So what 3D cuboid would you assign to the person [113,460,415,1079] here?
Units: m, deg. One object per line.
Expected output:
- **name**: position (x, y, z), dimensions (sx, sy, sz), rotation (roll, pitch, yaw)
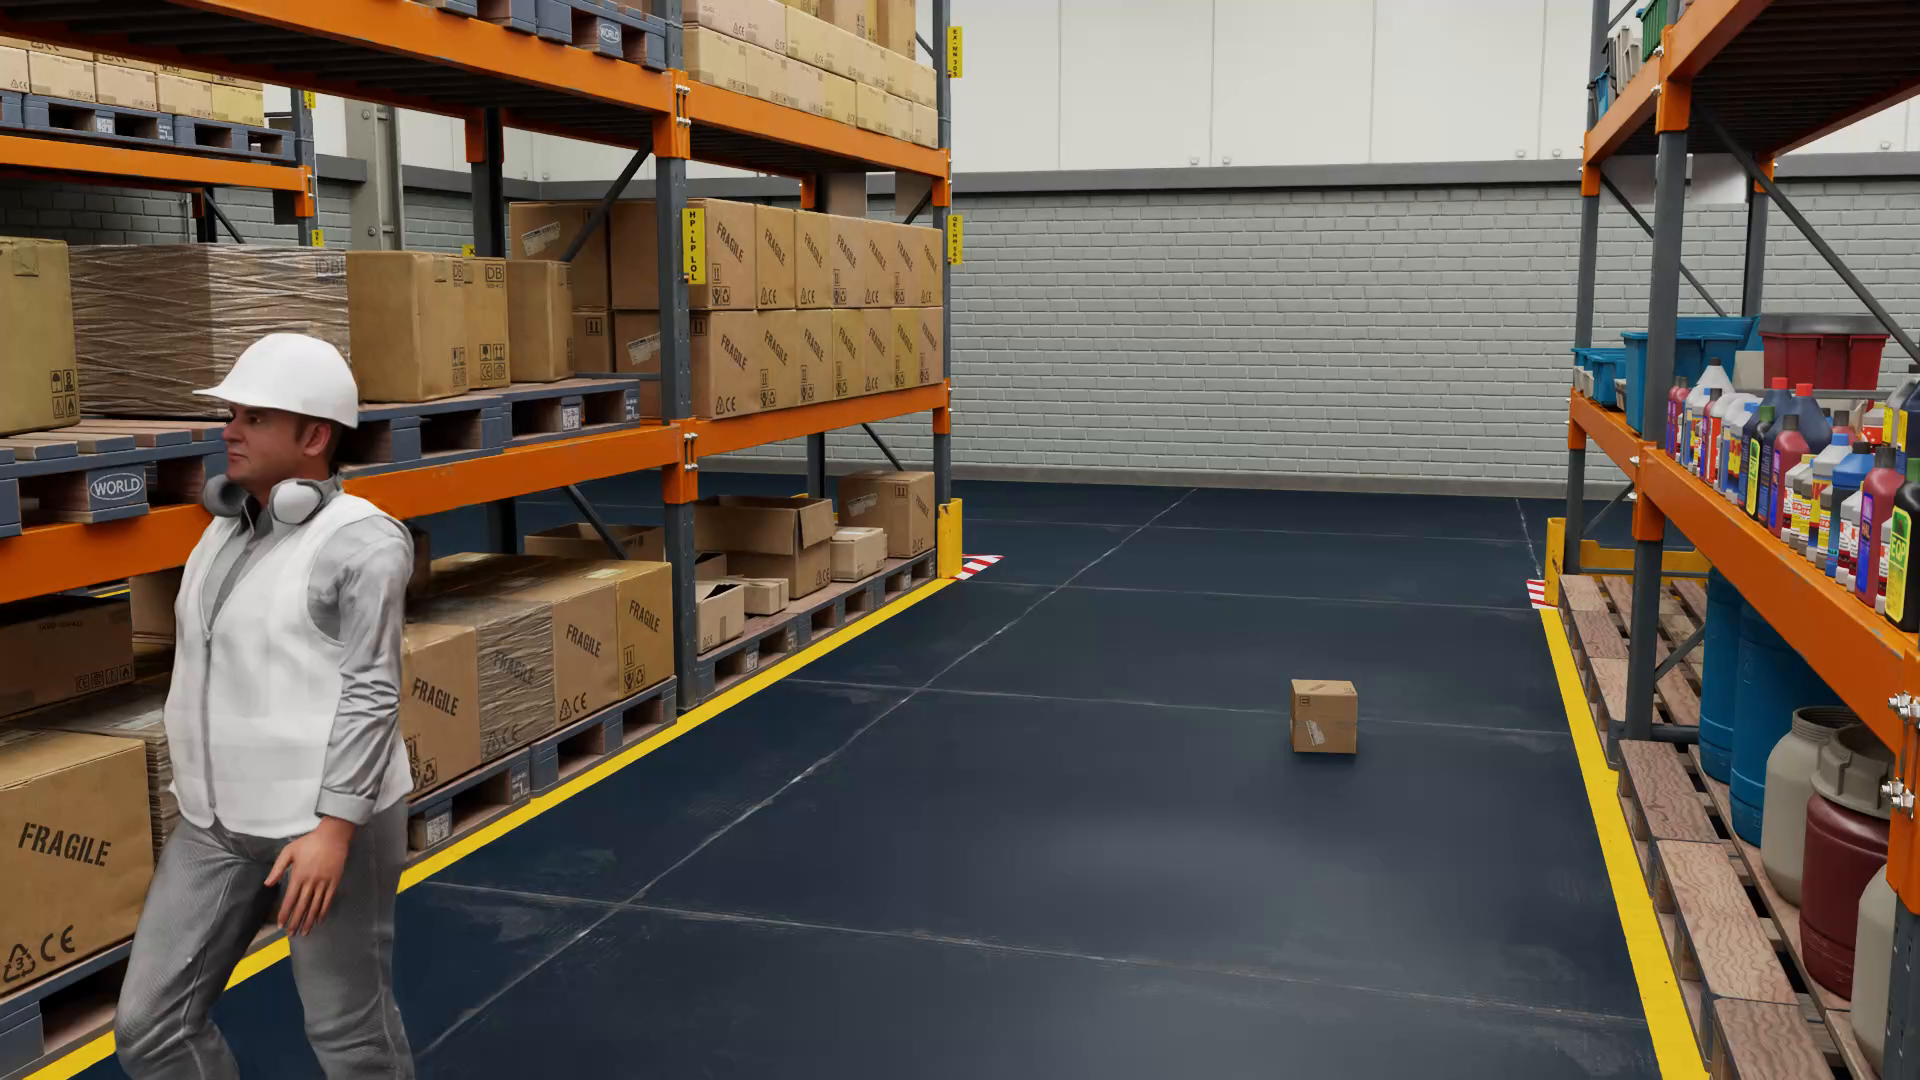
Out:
- **person**: position (-1.261, 0.592, 3.094), dimensions (0.448, 1.464, 0.515), rotation (4, 9, 25)
